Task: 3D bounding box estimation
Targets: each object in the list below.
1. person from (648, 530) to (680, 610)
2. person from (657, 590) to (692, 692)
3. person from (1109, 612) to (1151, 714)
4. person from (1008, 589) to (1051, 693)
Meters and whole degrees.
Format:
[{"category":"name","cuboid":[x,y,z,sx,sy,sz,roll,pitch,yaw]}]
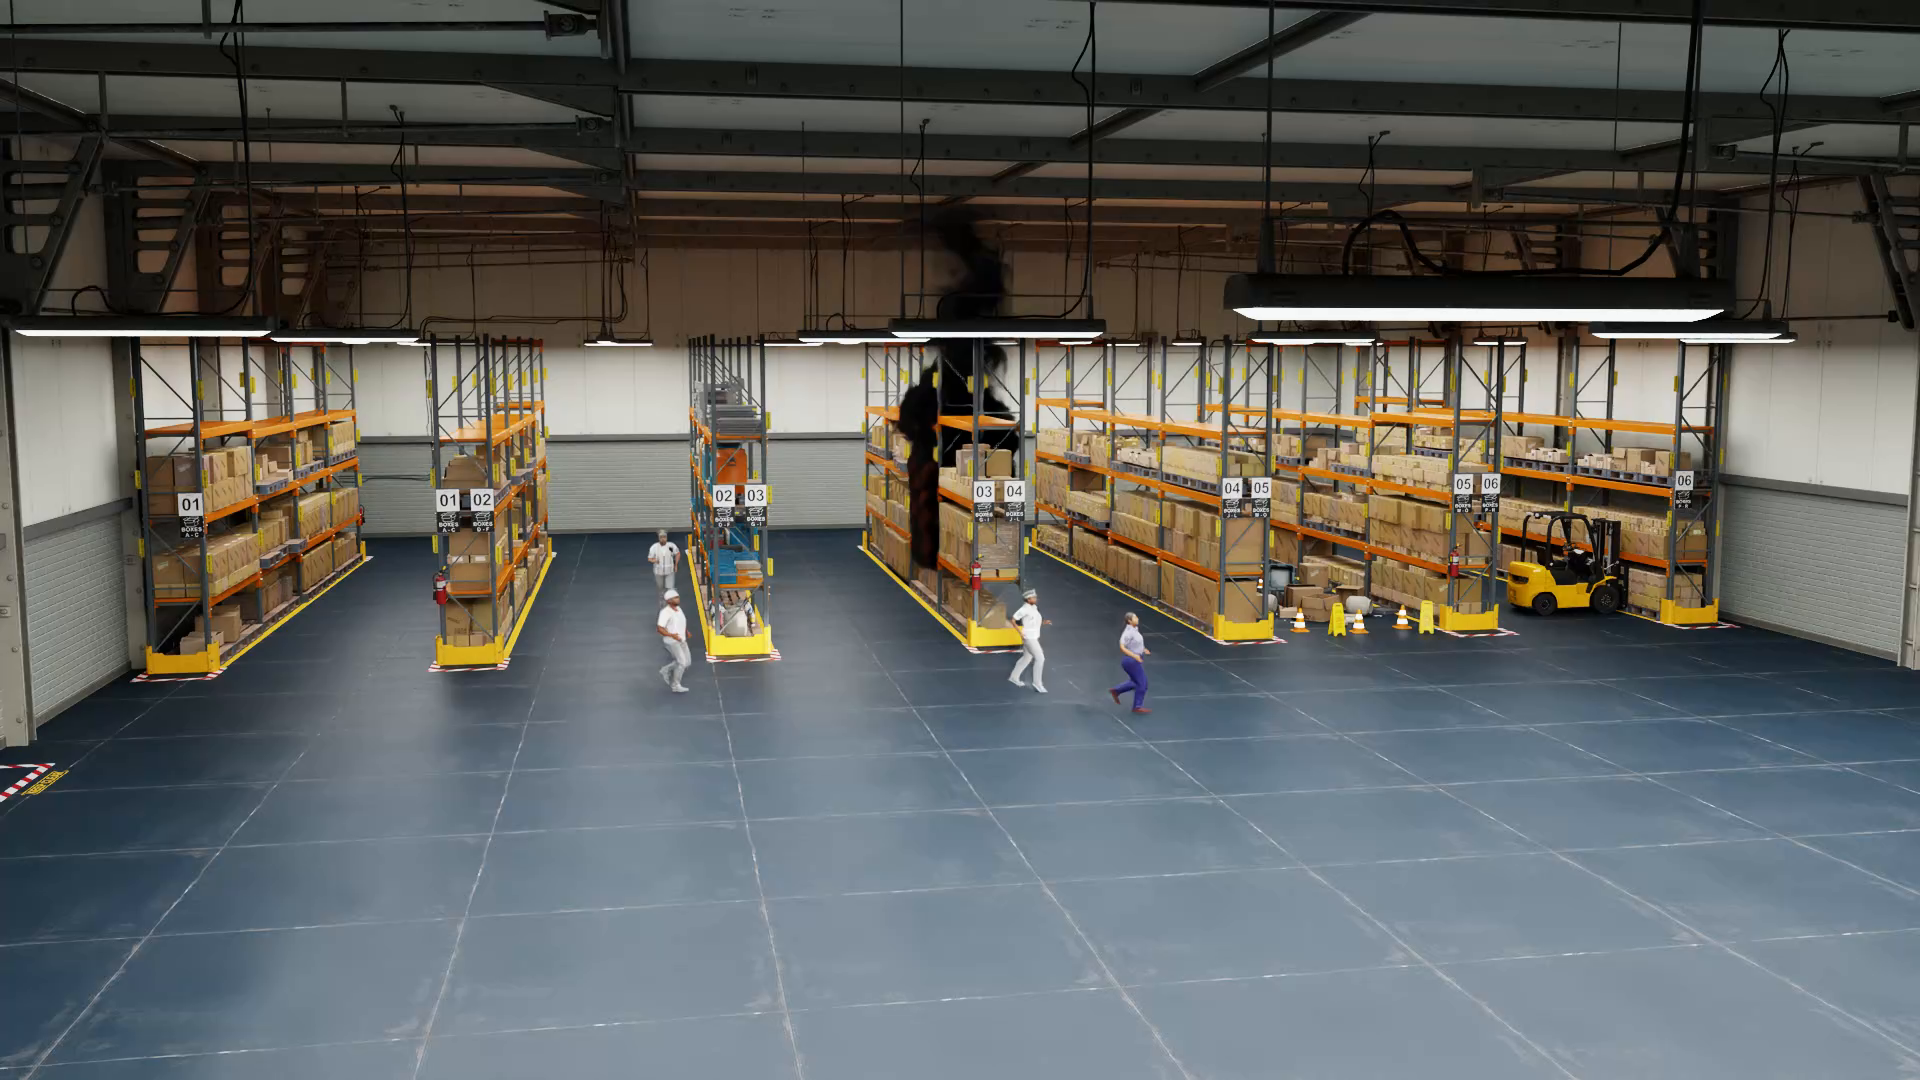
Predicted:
[{"category":"person","cuboid":[-6.002,0.732,33.752,0.638,1.909,0.747,-1,7,-8]},{"category":"person","cuboid":[-4.798,1.687,27.820,0.608,1.718,0.697,2,7,19]},{"category":"person","cuboid":[2.687,1.927,26.254,0.675,1.598,0.613,2,7,14]},{"category":"person","cuboid":[1.163,1.690,27.928,0.770,1.758,0.546,2,7,18]}]
